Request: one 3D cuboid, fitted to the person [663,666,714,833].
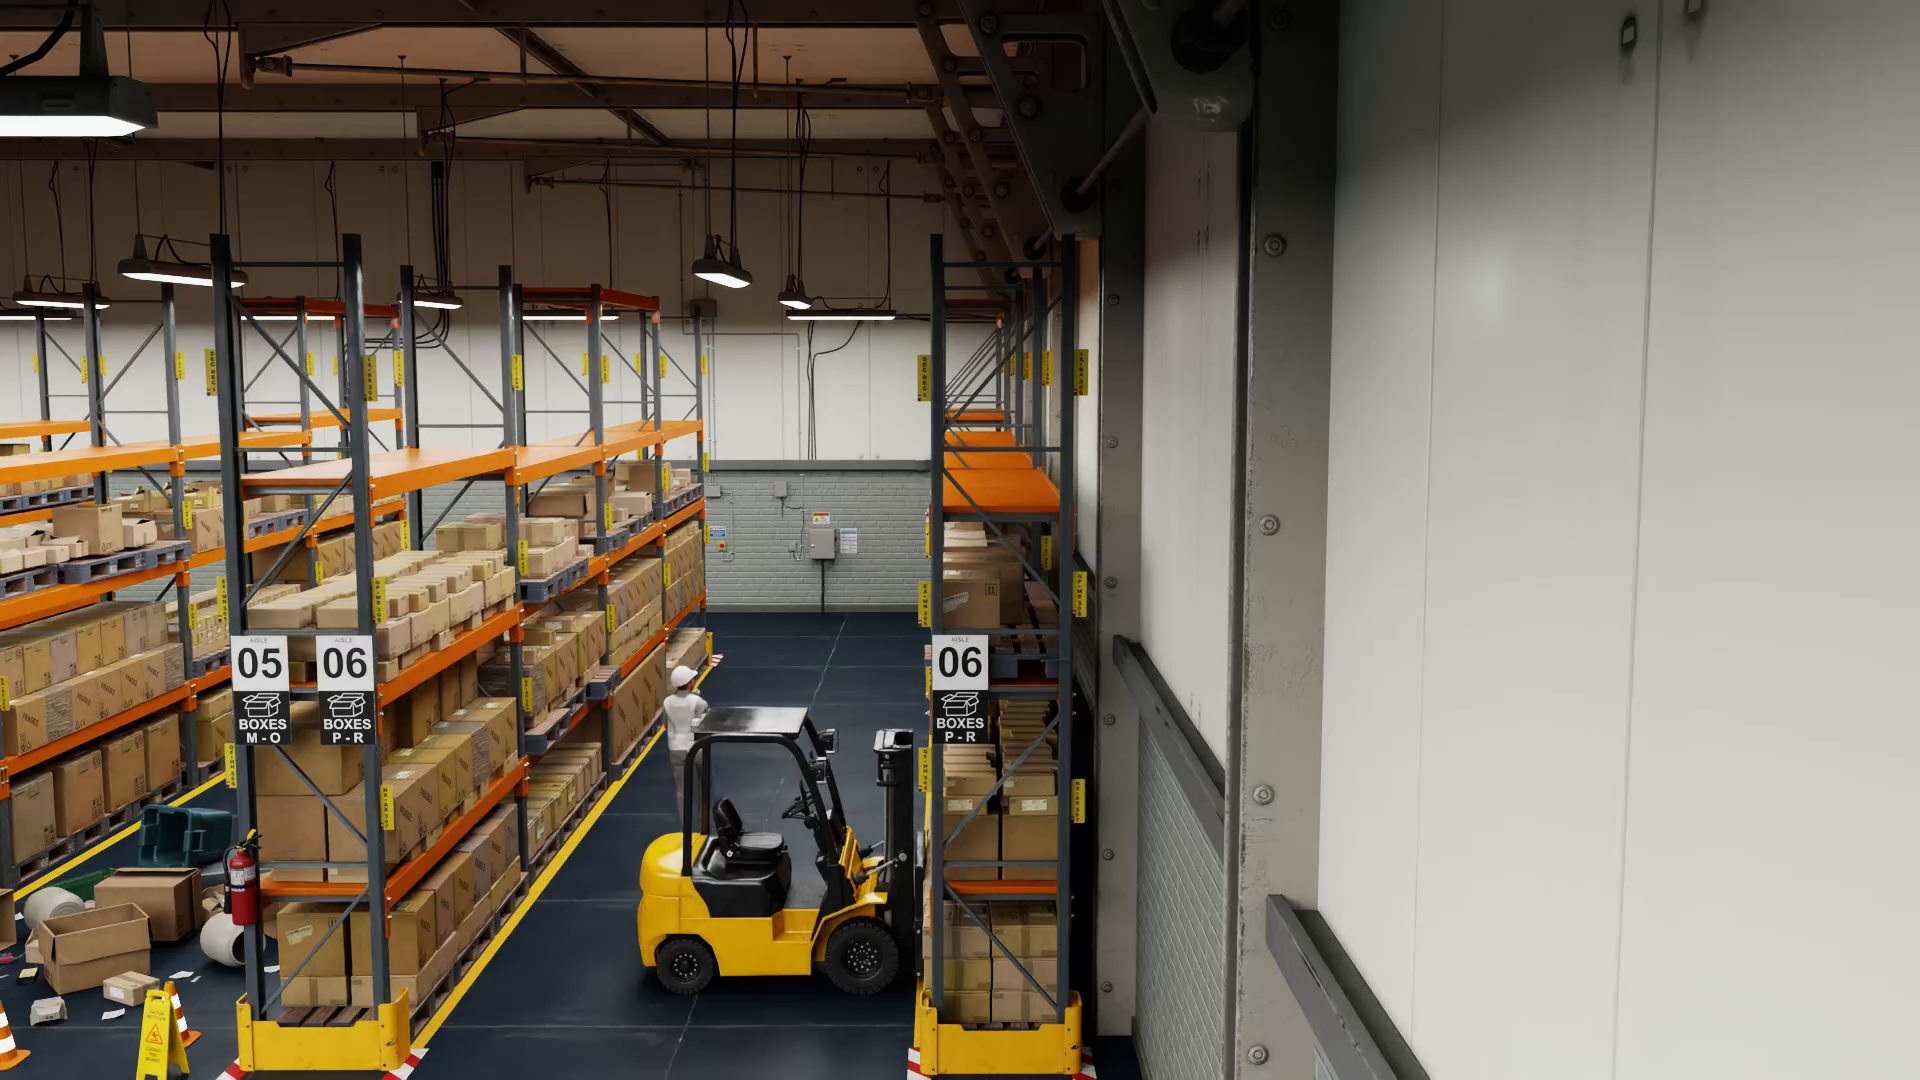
[{"bbox_3d":[-2.770,2.152,16.955,0.494,1.793,0.689,-1,6,-5],"label":"person"}]
